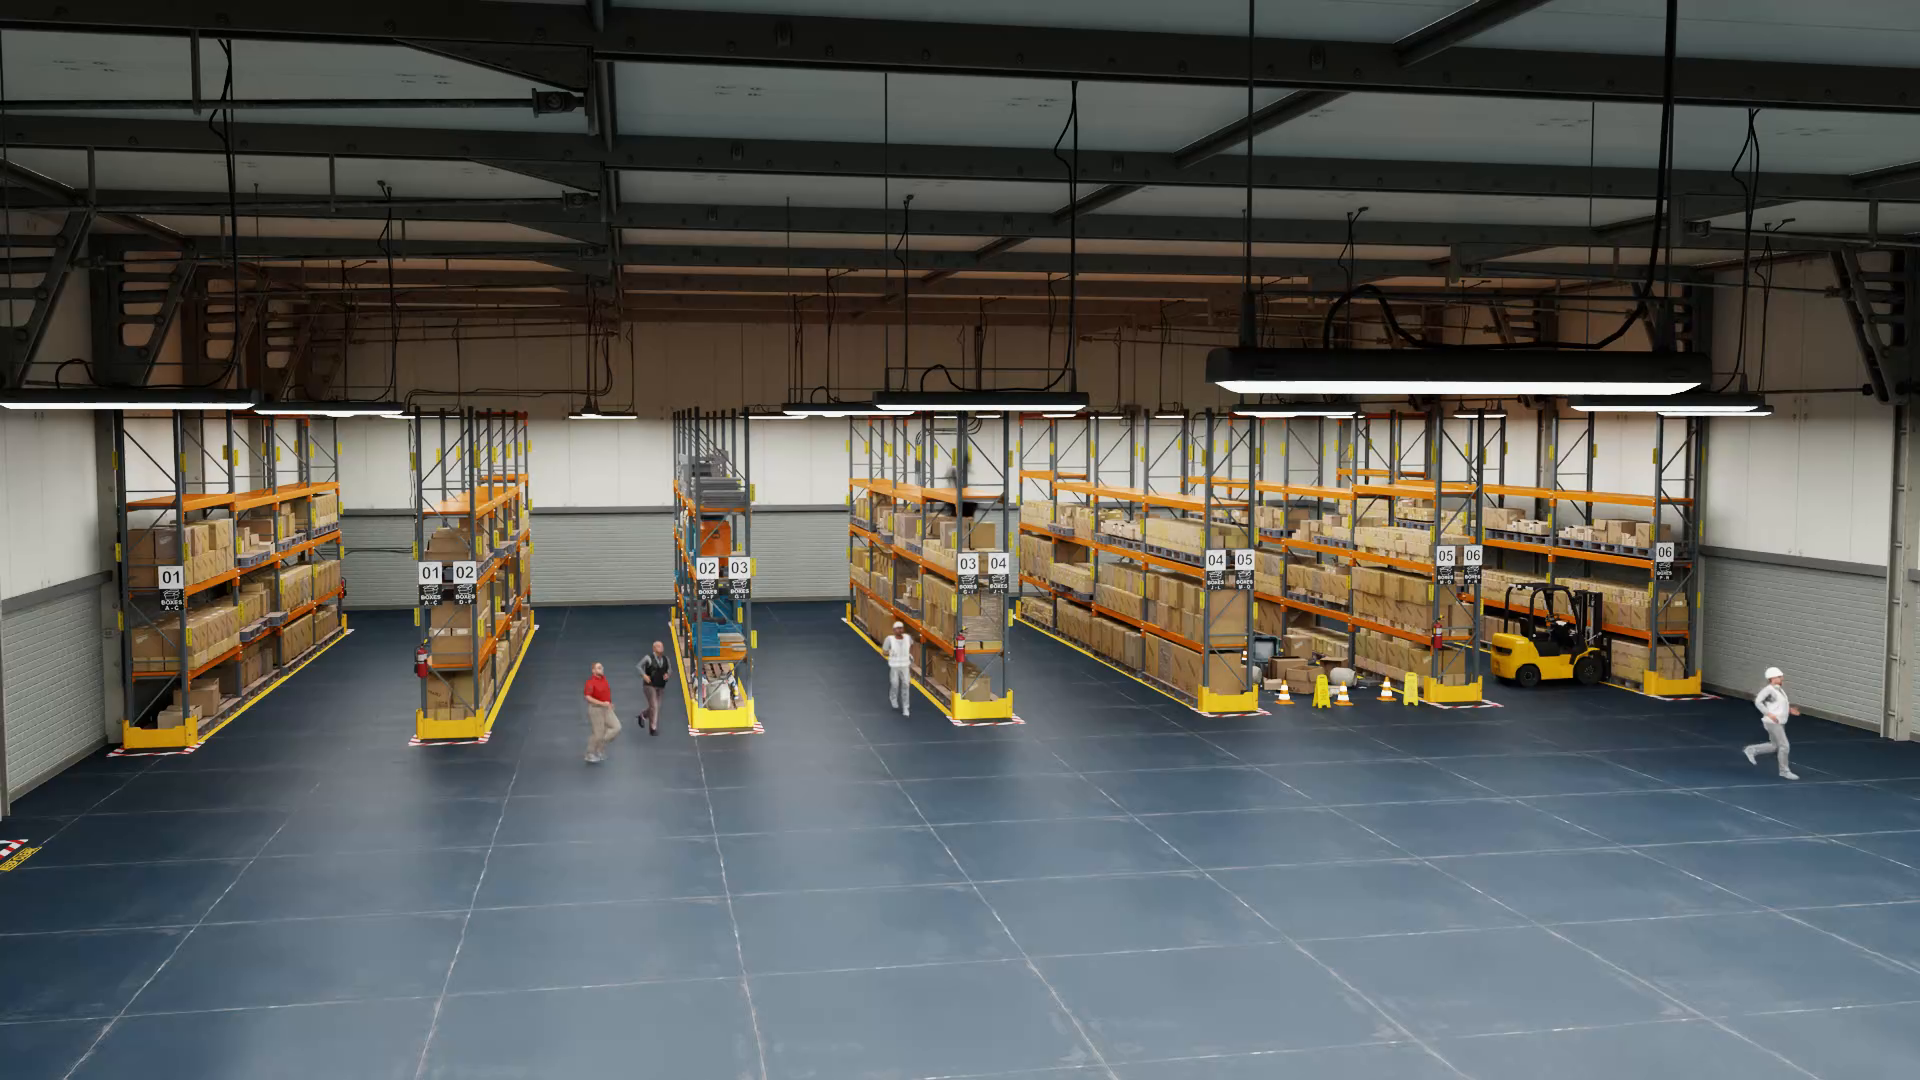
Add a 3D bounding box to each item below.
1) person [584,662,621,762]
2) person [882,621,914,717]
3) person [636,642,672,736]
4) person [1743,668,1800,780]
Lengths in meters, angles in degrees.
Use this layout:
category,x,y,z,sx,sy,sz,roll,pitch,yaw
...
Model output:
category,x,y,z,sx,sy,sz,roll,pitch,yaw
person,-6.033,2.893,27.980,0.638,1.694,0.675,2,4,22
person,-1.203,2.499,32.632,0.672,1.819,0.908,-1,4,-12
person,-5.631,2.719,30.673,0.696,1.706,0.804,-3,5,-40
person,13.136,2.944,26.864,0.847,1.772,0.662,4,5,41
